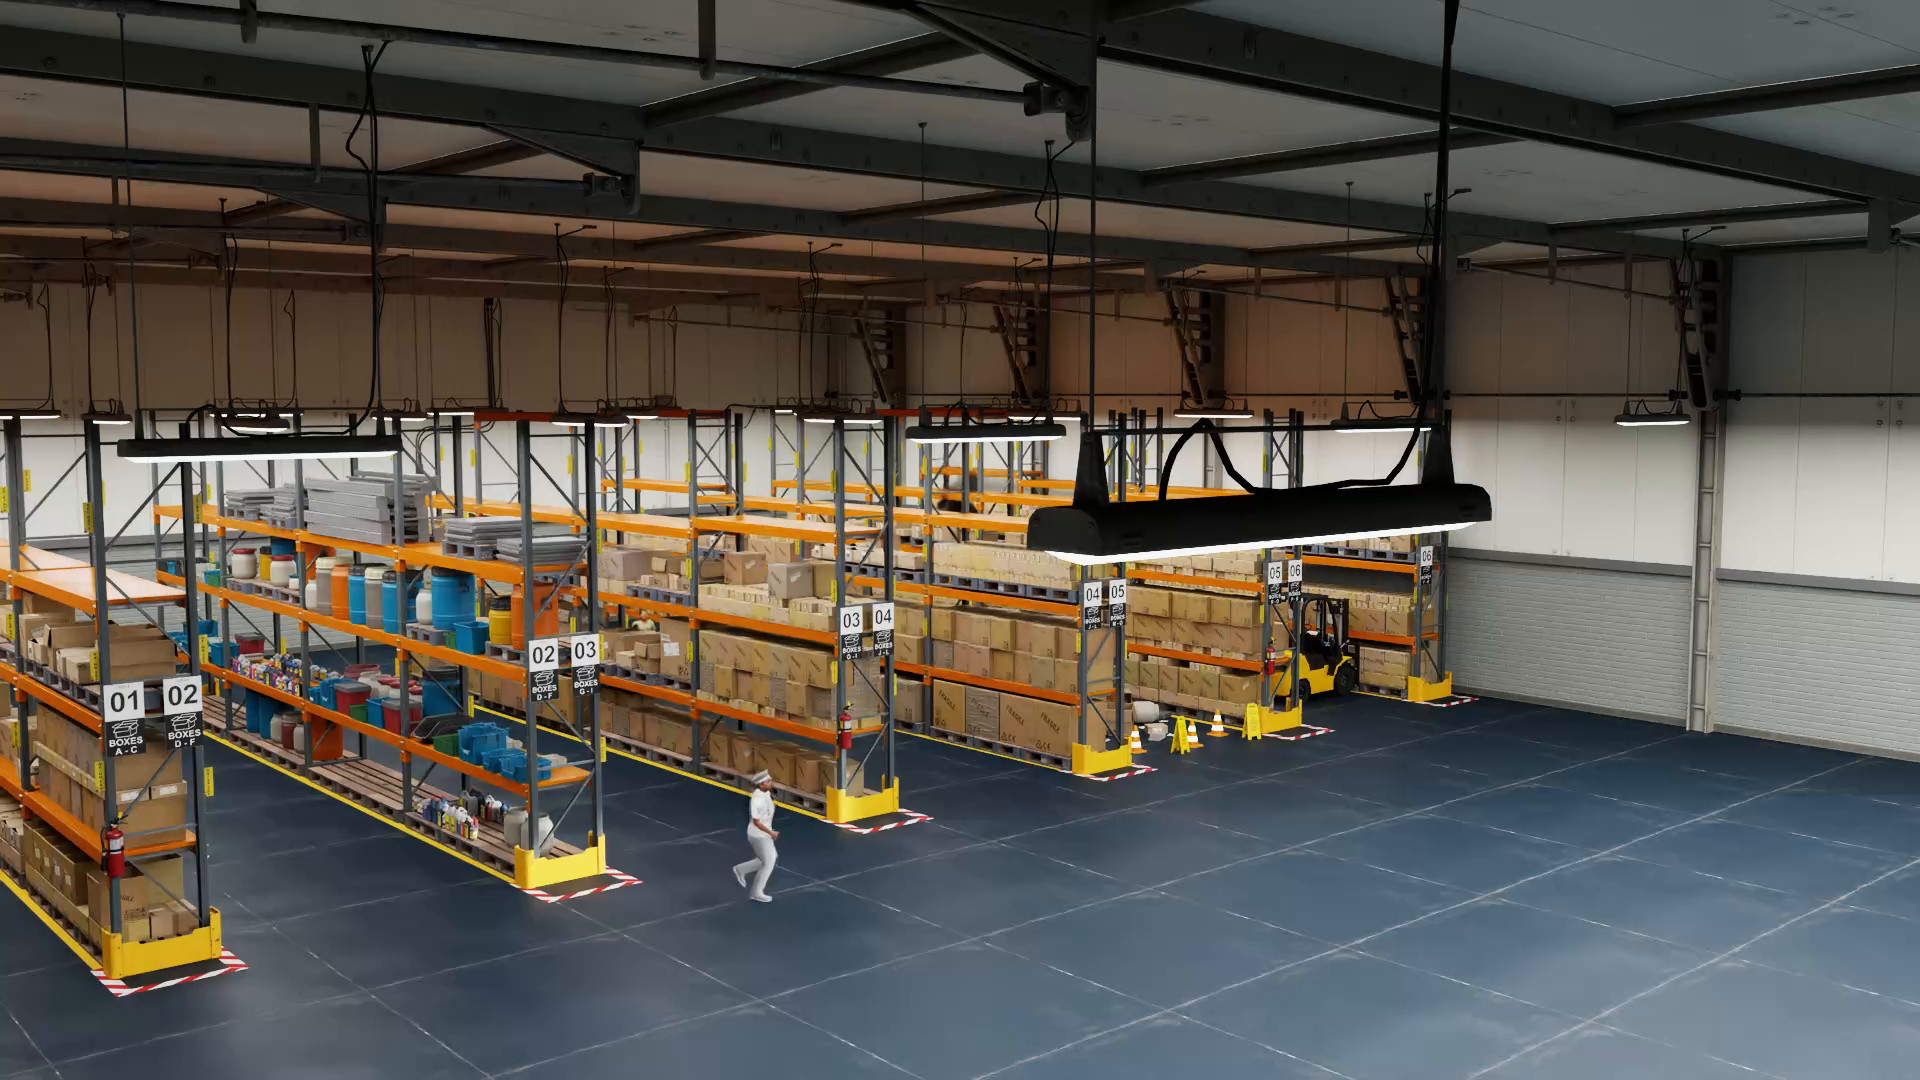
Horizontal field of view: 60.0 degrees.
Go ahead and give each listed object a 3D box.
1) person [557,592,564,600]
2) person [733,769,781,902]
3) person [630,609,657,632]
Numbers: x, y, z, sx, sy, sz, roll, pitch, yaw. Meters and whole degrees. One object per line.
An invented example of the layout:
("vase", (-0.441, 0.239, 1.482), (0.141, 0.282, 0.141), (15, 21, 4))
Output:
("person", (-9.490, 2.037, 39.207), (0.705, 1.710, 0.561), (0, 5, 4))
("person", (-2.541, 3.686, 20.814), (0.628, 1.672, 0.591), (0, 5, -1))
("person", (-6.883, 2.318, 36.200), (0.559, 1.691, 0.793), (-4, 6, -36))
